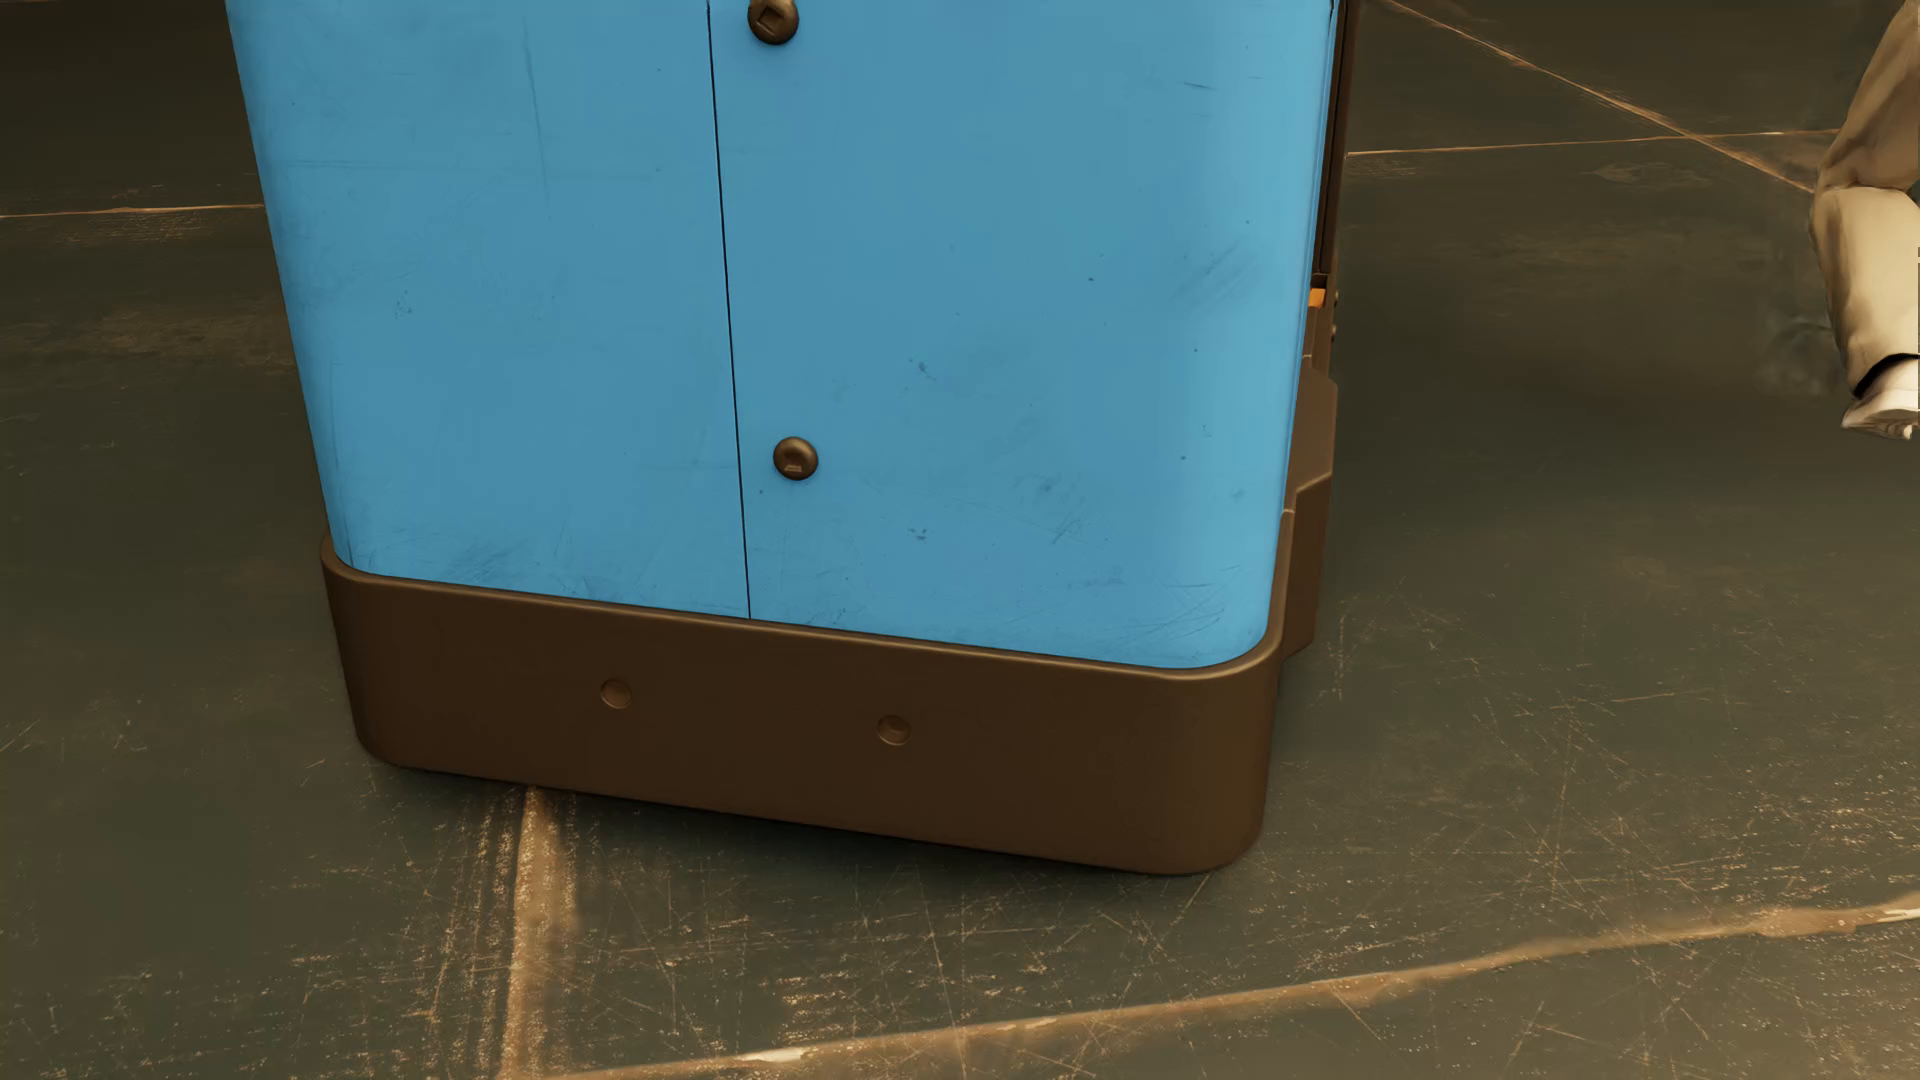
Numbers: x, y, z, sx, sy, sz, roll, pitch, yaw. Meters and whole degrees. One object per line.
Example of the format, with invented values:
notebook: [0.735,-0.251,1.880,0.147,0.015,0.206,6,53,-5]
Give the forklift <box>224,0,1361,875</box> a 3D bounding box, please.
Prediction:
forklift: [0.122,-1.625,2.435,1.130,2.935,3.031,6,29,11]

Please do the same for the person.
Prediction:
person: [1.581,-0.781,2.431,0.705,1.448,1.063,-22,35,-35]
